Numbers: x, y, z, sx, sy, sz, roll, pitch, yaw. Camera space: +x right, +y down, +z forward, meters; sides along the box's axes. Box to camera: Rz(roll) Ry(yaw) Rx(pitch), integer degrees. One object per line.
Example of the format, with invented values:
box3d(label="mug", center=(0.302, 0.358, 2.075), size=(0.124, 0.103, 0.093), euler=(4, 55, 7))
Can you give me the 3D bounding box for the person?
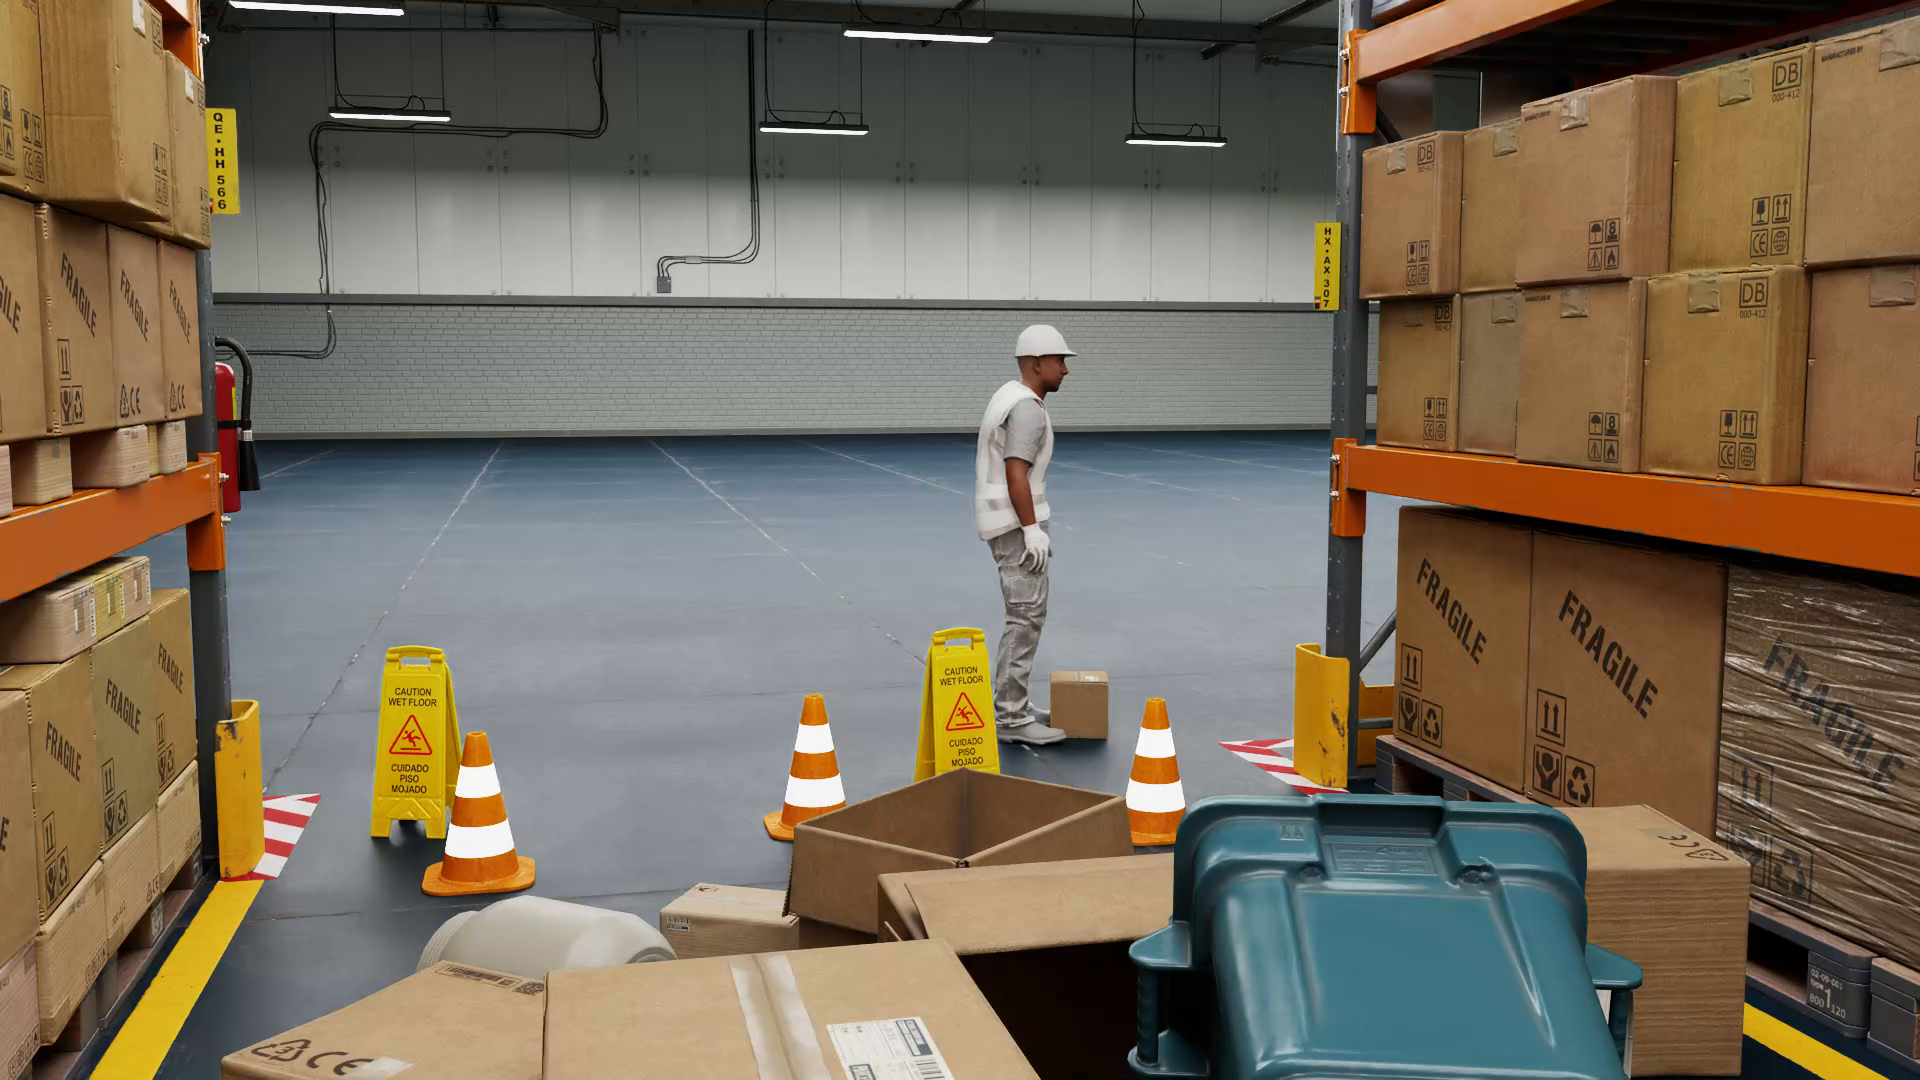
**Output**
box3d(label="person", center=(0.287, -0.040, 7.215), size=(0.444, 1.775, 0.629), euler=(0, 6, 1))
